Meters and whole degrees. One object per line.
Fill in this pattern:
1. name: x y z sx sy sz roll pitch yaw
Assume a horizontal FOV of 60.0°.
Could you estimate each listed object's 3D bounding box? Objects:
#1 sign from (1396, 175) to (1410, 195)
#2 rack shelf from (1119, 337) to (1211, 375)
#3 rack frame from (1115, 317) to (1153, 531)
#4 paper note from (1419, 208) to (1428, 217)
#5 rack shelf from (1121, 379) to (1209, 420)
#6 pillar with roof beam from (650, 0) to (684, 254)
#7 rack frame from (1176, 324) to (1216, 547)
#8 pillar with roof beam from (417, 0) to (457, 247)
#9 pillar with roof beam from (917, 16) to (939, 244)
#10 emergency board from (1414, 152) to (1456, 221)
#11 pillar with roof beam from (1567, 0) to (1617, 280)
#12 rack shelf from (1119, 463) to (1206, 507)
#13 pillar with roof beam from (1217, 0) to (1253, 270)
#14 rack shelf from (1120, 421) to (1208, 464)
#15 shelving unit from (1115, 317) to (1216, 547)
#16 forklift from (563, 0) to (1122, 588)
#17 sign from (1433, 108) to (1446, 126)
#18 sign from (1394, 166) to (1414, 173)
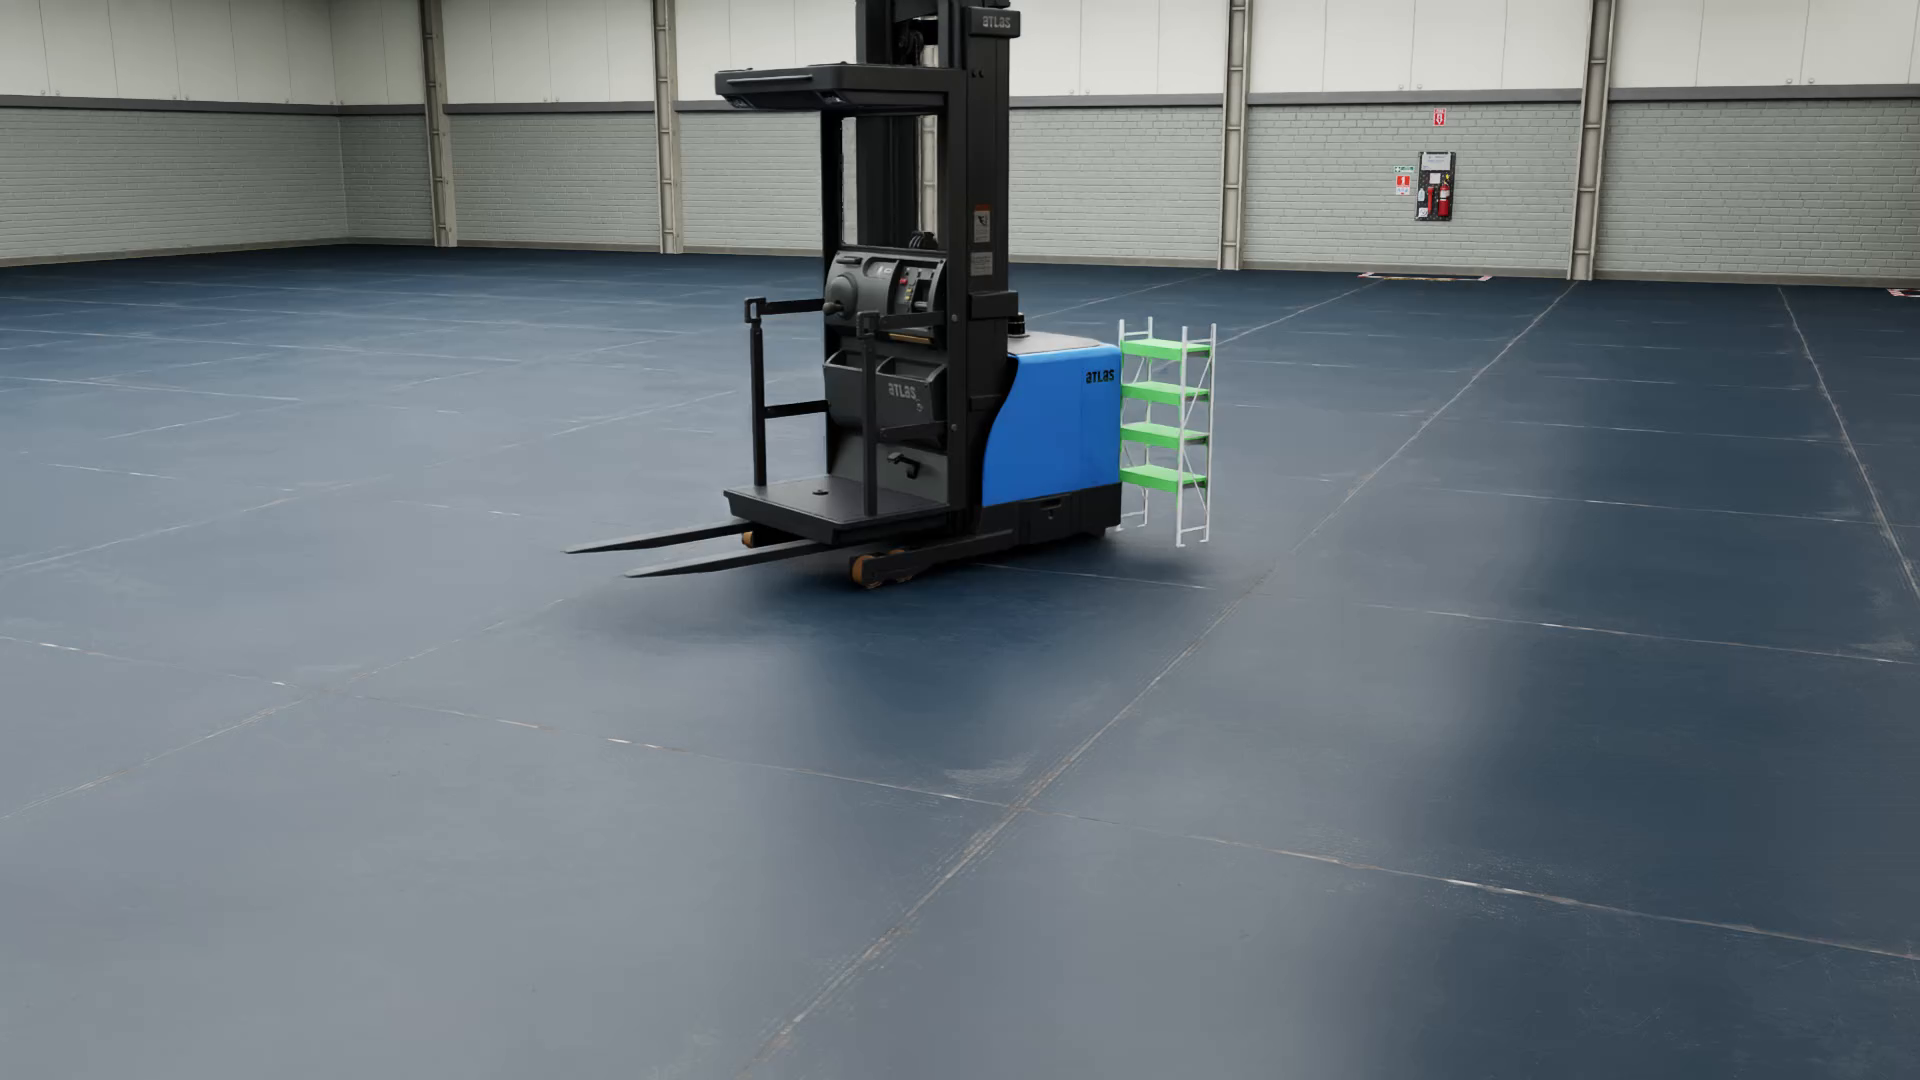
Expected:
1. sign: 7.694 -6.163 28.875 0.234 0.329 0.001 6 14 23
2. rack shelf: 1.132 -1.013 9.123 0.258 0.148 0.480 -10 17 -37
3. rack frame: 0.982 -0.652 9.406 0.240 1.200 0.015 -10 17 -37
4. paper note: 8.024 -5.675 28.801 0.142 0.148 0.016 6 14 23
5. rack shelf: 1.132 -0.779 9.178 0.258 0.148 0.480 -10 17 -37
6. pillar with roof beam: -7.799 -9.523 30.141 0.400 9.000 9.100 6 14 23
7. rack frame: 1.281 -0.564 9.030 0.240 1.200 0.015 -10 17 -37
8. pillar with roof beam: -13.285 -10.078 32.507 0.400 9.000 9.100 6 14 23
9. pillar with roof beam: -2.313 -8.968 27.775 0.400 9.000 9.100 6 14 23
10. emergency board: 8.158 -6.073 28.569 0.643 1.169 0.194 6 14 23
11. pillar with roof beam: 8.658 -7.858 23.044 0.400 9.000 9.100 6 14 23
12. rack shelf: 1.132 -0.312 9.287 0.258 0.148 0.480 -10 17 -37
13. pillar with roof beam: 3.172 -8.413 25.410 0.400 9.000 9.100 6 14 23
14. rack shelf: 1.132 -0.545 9.233 0.258 0.148 0.480 -10 17 -37
15. shelving unit: 1.132 -0.608 9.218 0.258 1.200 0.503 -10 17 -37
16. forklift: -0.553 -1.322 8.474 3.031 2.935 1.130 -11 17 -38
17. sign: 8.191 -7.223 28.396 0.199 0.298 0.001 6 14 23
18. sign: 7.695 -6.419 28.805 0.331 0.109 0.001 6 14 23
